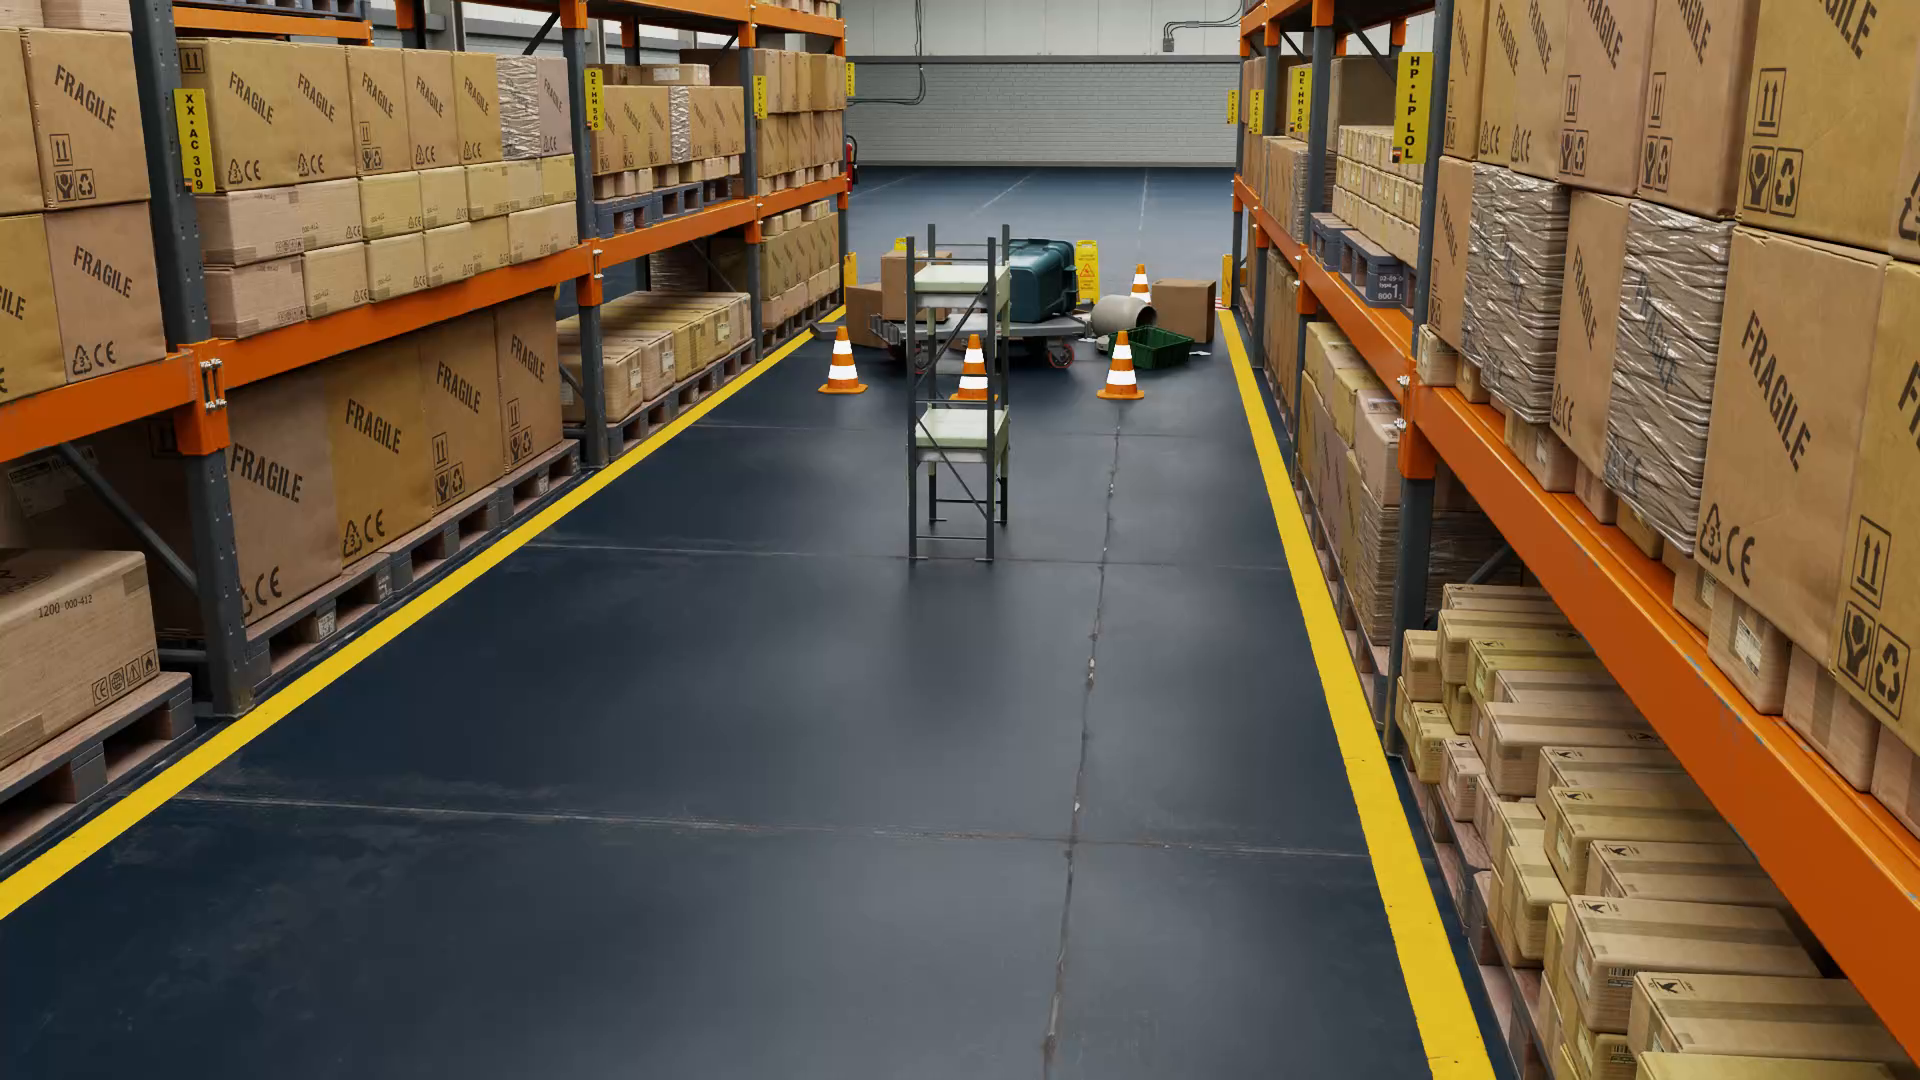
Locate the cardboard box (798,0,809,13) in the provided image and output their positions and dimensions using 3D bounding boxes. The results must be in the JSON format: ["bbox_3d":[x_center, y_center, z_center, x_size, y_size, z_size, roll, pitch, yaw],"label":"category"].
[{"bbox_3d":[-1.554,-4.783,14.840,0.380,0.149,0.250,2,15,6],"label":"cardboard box"}]

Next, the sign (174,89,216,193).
[{"bbox_3d":[-2.465,-1.285,5.357,0.100,0.325,0.005,2,15,6],"label":"sign"}]

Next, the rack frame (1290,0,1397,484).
[{"bbox_3d":[2.364,-1.763,8.934,1.000,3.000,0.127,2,15,6],"label":"rack frame"}]

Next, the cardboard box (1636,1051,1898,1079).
[{"bbox_3d":[1.258,0.920,2.532,0.380,0.149,0.250,1,15,5],"label":"cardboard box"}]

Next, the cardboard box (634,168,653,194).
[{"bbox_3d":[-2.151,-2.255,10.432,0.380,0.149,0.250,2,15,7],"label":"cardboard box"}]

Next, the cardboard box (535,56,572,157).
[{"bbox_3d":[-2.364,-2.271,8.708,0.500,0.500,0.500,1,15,5],"label":"cardboard box"}]

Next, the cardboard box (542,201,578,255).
[{"bbox_3d":[-2.365,-1.671,8.882,0.500,0.250,0.500,1,15,4],"label":"cardboard box"}]

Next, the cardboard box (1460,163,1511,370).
[{"bbox_3d":[1.558,-0.667,4.122,0.500,0.500,0.500,2,15,6],"label":"cardboard box"}]

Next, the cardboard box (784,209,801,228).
[{"bbox_3d":[-1.622,-2.849,14.736,0.380,0.149,0.250,3,15,9],"label":"cardboard box"}]

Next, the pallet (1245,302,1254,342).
[{"bbox_3d":[3.114,-1.966,15.029,1.003,0.211,1.213,2,15,6],"label":"pallet"}]

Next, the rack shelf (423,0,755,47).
[{"bbox_3d":[-2.340,-3.502,10.997,1.077,0.370,4.000,2,15,6],"label":"rack shelf"}]

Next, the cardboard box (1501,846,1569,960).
[{"bbox_3d":[1.391,0.789,3.584,0.380,0.149,0.250,2,15,7],"label":"cardboard box"}]

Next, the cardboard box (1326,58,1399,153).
[{"bbox_3d":[2.425,-2.410,9.220,0.700,0.500,0.500,2,15,6],"label":"cardboard box"}]

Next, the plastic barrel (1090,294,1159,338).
[{"bbox_3d":[1.420,-1.896,14.362,0.421,0.421,0.512,-14,20,-42],"label":"plastic barrel"}]

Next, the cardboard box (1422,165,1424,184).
[{"bbox_3d":[1.794,-1.273,5.661,0.380,0.149,0.250,1,15,5],"label":"cardboard box"}]

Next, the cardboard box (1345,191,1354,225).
[{"bbox_3d":[2.053,-1.594,7.988,0.380,0.149,0.250,2,15,9],"label":"cardboard box"}]

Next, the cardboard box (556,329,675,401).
[{"bbox_3d":[-2.417,-1.154,10.914,0.950,0.372,0.625,1,15,5],"label":"cardboard box"}]

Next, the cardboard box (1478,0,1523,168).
[{"bbox_3d":[1.577,-1.155,4.010,0.500,0.500,0.500,1,15,5],"label":"cardboard box"}]

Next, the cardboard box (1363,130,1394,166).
[{"bbox_3d":[2.001,-1.745,7.405,0.380,0.149,0.250,2,15,9],"label":"cardboard box"}]

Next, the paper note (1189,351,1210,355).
[{"bbox_3d":[1.992,-1.568,13.901,0.147,0.020,0.142,-10,18,-32],"label":"paper note"}]

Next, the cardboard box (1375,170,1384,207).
[{"bbox_3d":[1.940,-1.464,6.936,0.380,0.149,0.250,2,15,8],"label":"cardboard box"}]

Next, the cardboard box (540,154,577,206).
[{"bbox_3d":[-2.368,-1.918,8.838,0.500,0.250,0.500,2,15,6],"label":"cardboard box"}]

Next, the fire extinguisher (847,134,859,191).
[{"bbox_3d":[-1.192,-3.936,17.119,0.296,0.674,0.183,2,15,6],"label":"fire extinguisher"}]

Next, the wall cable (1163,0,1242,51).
[{"bbox_3d":[6.893,-16.708,46.197,2.305,6.003,0.169,2,15,6],"label":"wall cable"}]

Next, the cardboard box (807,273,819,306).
[{"bbox_3d":[-1.606,-2.345,15.550,0.500,0.250,0.500,1,15,4],"label":"cardboard box"}]

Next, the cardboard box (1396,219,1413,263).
[{"bbox_3d":[1.848,-1.112,6.206,0.380,0.149,0.250,1,15,3],"label":"cardboard box"}]

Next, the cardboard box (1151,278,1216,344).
[{"bbox_3d":[1.971,-2.027,14.697,0.500,0.500,0.500,4,16,16],"label":"cardboard box"}]

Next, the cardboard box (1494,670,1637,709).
[{"bbox_3d":[1.592,0.450,4.270,0.380,0.149,0.250,1,15,5],"label":"cardboard box"}]

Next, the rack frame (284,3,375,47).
[{"bbox_3d":[-6.595,-4.102,17.586,1.000,3.000,0.127,2,15,6],"label":"rack frame"}]

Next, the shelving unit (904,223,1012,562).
[{"bbox_3d":[0.001,-0.726,7.973,0.431,1.500,0.755,2,15,6],"label":"shelving unit"}]

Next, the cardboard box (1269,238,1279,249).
[{"bbox_3d":[2.956,-2.138,13.588,0.875,0.875,0.875,2,15,7],"label":"cardboard box"}]

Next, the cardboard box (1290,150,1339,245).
[{"bbox_3d":[2.148,-1.936,9.382,0.500,0.500,0.500,2,15,6],"label":"cardboard box"}]

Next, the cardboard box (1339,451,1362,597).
[{"bbox_3d":[1.804,-0.054,6.598,0.500,0.500,0.500,1,15,5],"label":"cardboard box"}]

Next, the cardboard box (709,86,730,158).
[{"bbox_3d":[-1.993,-3.059,12.162,0.500,0.500,0.500,2,15,7],"label":"cardboard box"}]

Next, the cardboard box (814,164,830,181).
[{"bbox_3d":[-1.460,-3.530,15.951,0.380,0.149,0.250,2,15,7],"label":"cardboard box"}]

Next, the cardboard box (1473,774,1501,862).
[{"bbox_3d":[1.567,0.736,4.352,0.380,0.149,0.250,1,15,5],"label":"cardboard box"}]

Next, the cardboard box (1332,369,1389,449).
[{"bbox_3d":[1.863,-0.554,7.013,0.500,0.250,0.500,1,15,4],"label":"cardboard box"}]

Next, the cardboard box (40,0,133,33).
[{"bbox_3d":[-2.735,-1.599,4.981,0.380,0.149,0.250,1,15,5],"label":"cardboard box"}]

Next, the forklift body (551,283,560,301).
[{"bbox_3d":[-4.996,-3.147,15.680,2.313,2.155,1.214,2,15,6],"label":"forklift body"}]

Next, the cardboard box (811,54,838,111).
[{"bbox_3d":[-1.523,-4.226,15.368,0.700,0.500,0.500,2,15,6],"label":"cardboard box"}]

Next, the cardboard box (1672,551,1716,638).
[{"bbox_3d":[1.361,0.078,2.610,0.380,0.149,0.250,1,15,4],"label":"cardboard box"}]

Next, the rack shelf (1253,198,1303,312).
[{"bbox_3d":[2.590,-1.934,10.946,1.077,0.370,4.000,2,15,6],"label":"rack shelf"}]

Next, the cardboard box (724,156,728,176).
[{"bbox_3d":[-1.945,-2.792,12.416,0.380,0.149,0.250,1,15,5],"label":"cardboard box"}]

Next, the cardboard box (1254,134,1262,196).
[{"bbox_3d":[2.885,-3.112,13.636,0.875,0.550,0.550,2,15,6],"label":"cardboard box"}]

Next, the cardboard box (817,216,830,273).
[{"bbox_3d":[-1.550,-2.843,15.958,0.500,0.500,0.500,2,15,8],"label":"cardboard box"}]

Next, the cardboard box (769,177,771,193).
[{"bbox_3d":[-1.783,-2.938,13.760,0.380,0.149,0.250,2,15,8],"label":"cardboard box"}]

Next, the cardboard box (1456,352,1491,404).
[{"bbox_3d":[1.601,-0.471,4.638,0.380,0.149,0.250,2,15,8],"label":"cardboard box"}]

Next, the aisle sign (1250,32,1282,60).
[{"bbox_3d":[2.977,-5.120,16.368,0.394,0.787,0.004,2,15,6],"label":"aisle sign"}]

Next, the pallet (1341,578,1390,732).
[{"bbox_3d":[1.999,0.419,6.208,1.003,0.211,1.213,2,15,6],"label":"pallet"}]

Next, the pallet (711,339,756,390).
[{"bbox_3d":[-2.201,-1.371,12.830,1.003,0.211,1.213,2,15,6],"label":"pallet"}]

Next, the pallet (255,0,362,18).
[{"bbox_3d":[-6.701,-5.325,16.531,1.003,0.211,1.213,2,15,6],"label":"pallet"}]

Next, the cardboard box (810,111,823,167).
[{"bbox_3d":[-1.571,-3.741,15.487,0.500,0.500,0.500,2,15,6],"label":"cardboard box"}]
